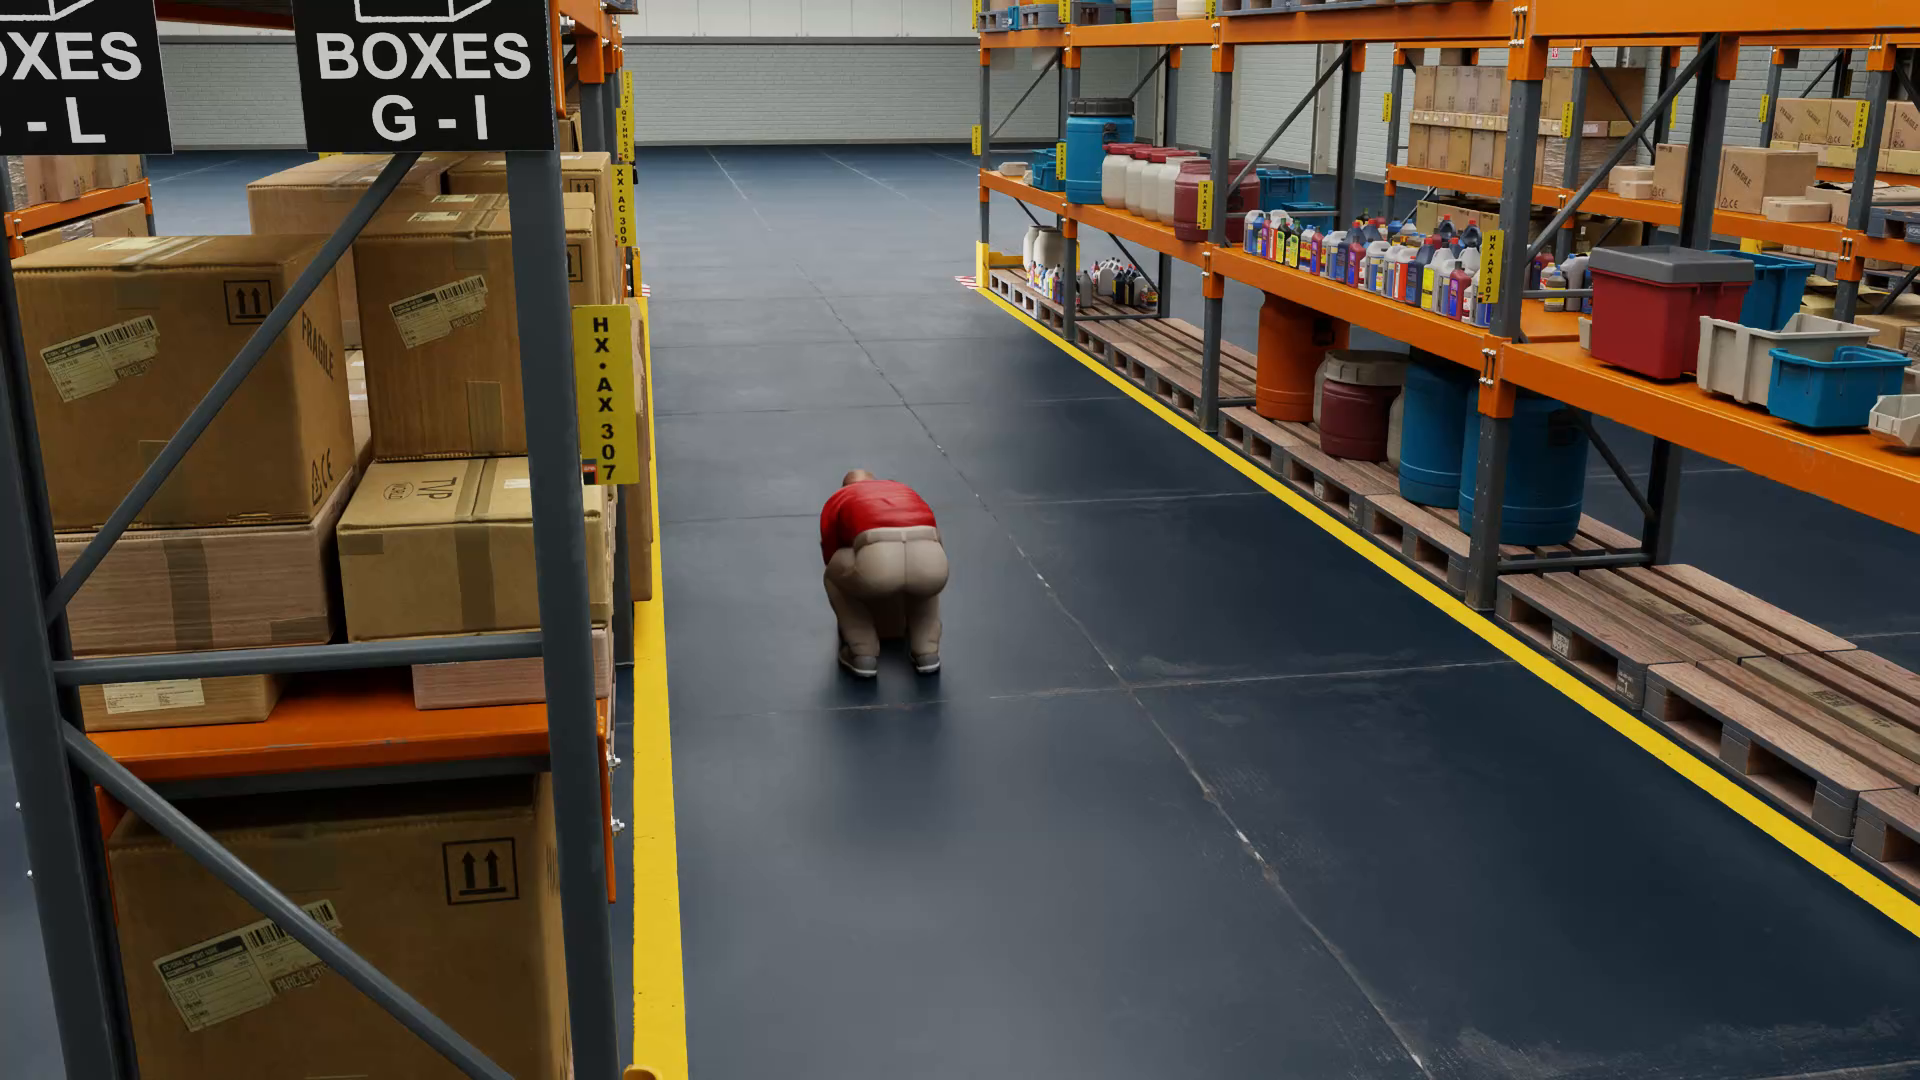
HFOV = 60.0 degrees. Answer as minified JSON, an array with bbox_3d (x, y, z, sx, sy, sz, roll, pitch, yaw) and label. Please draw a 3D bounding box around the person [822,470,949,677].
[{"bbox_3d":[-0.339,0.101,7.307,0.543,0.867,0.957,-4,17,-13],"label":"person"}]
